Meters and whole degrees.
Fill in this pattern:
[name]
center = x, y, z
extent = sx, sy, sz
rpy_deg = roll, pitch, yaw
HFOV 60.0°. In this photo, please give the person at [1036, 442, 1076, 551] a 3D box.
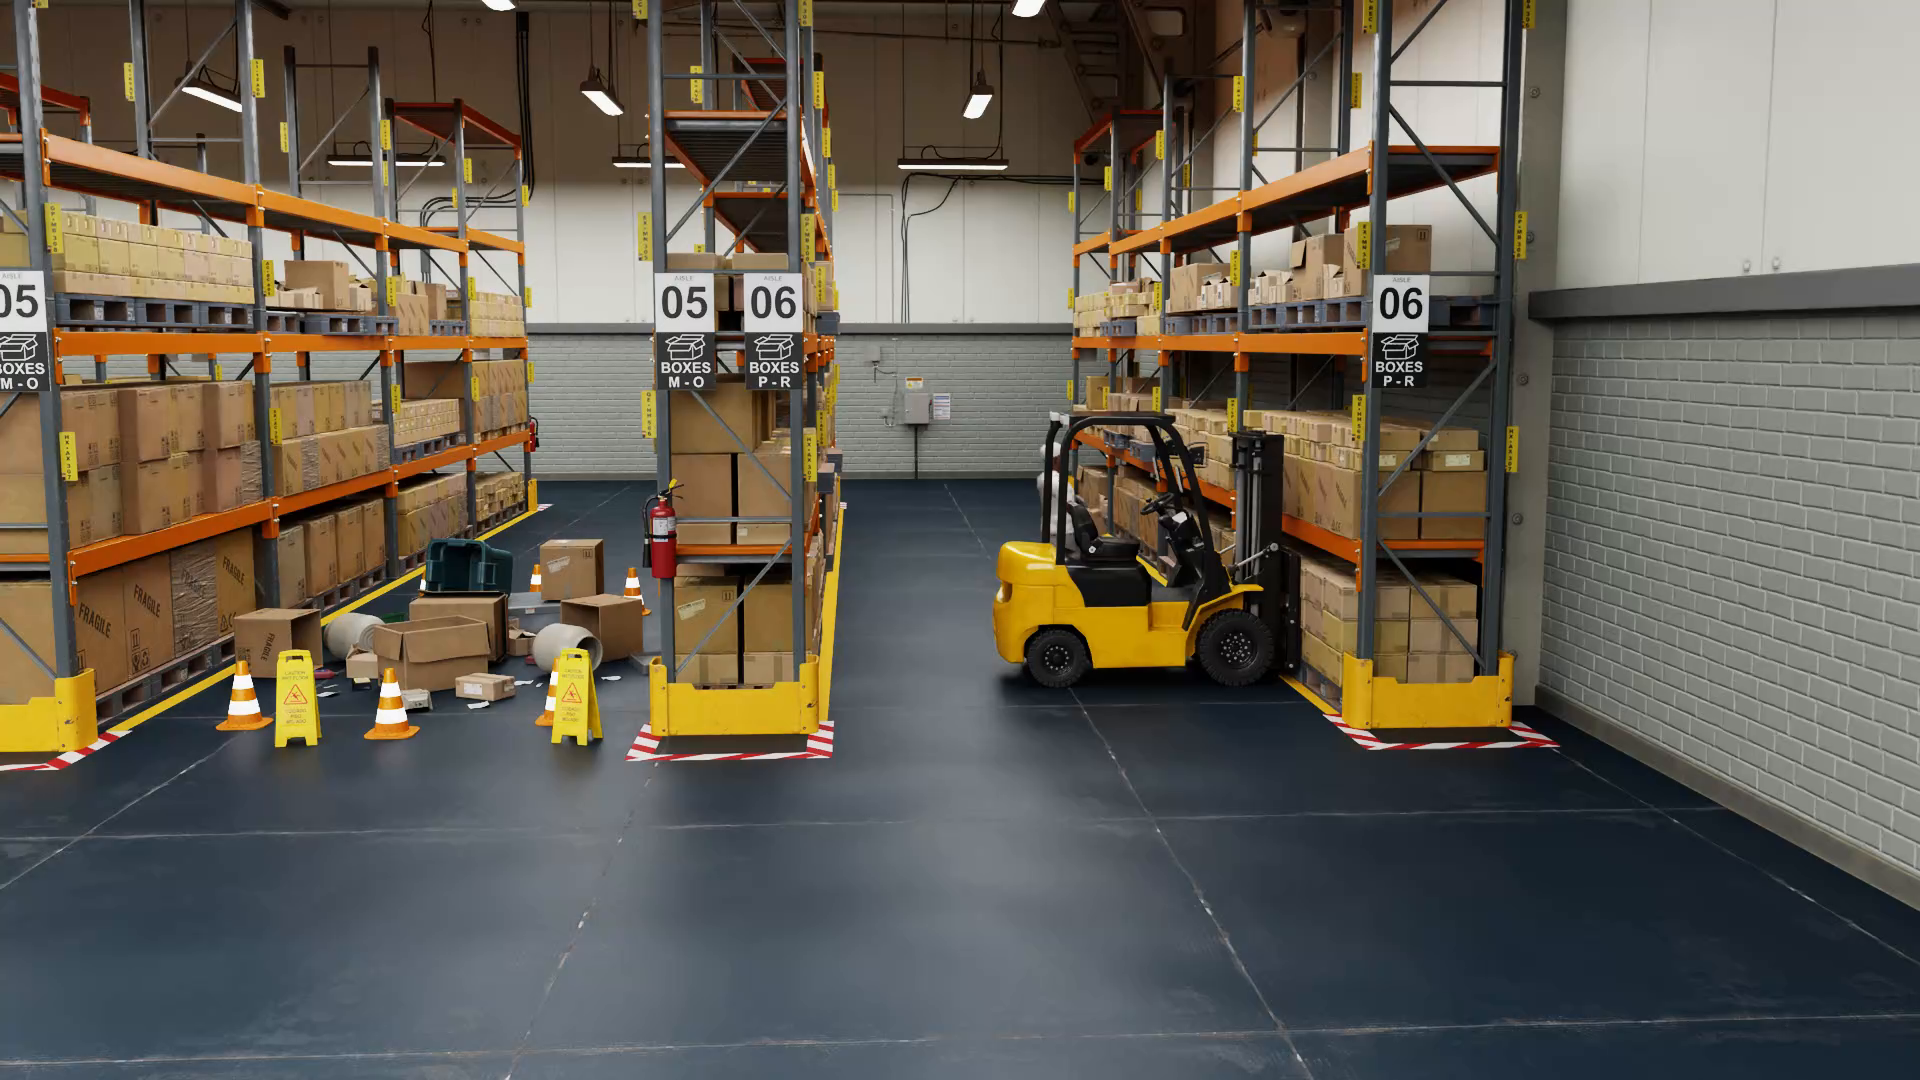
[person]
center = 1.040, -0.073, 16.237
extent = 0.559, 1.772, 0.542
rpy_deg = -1, 7, -12
